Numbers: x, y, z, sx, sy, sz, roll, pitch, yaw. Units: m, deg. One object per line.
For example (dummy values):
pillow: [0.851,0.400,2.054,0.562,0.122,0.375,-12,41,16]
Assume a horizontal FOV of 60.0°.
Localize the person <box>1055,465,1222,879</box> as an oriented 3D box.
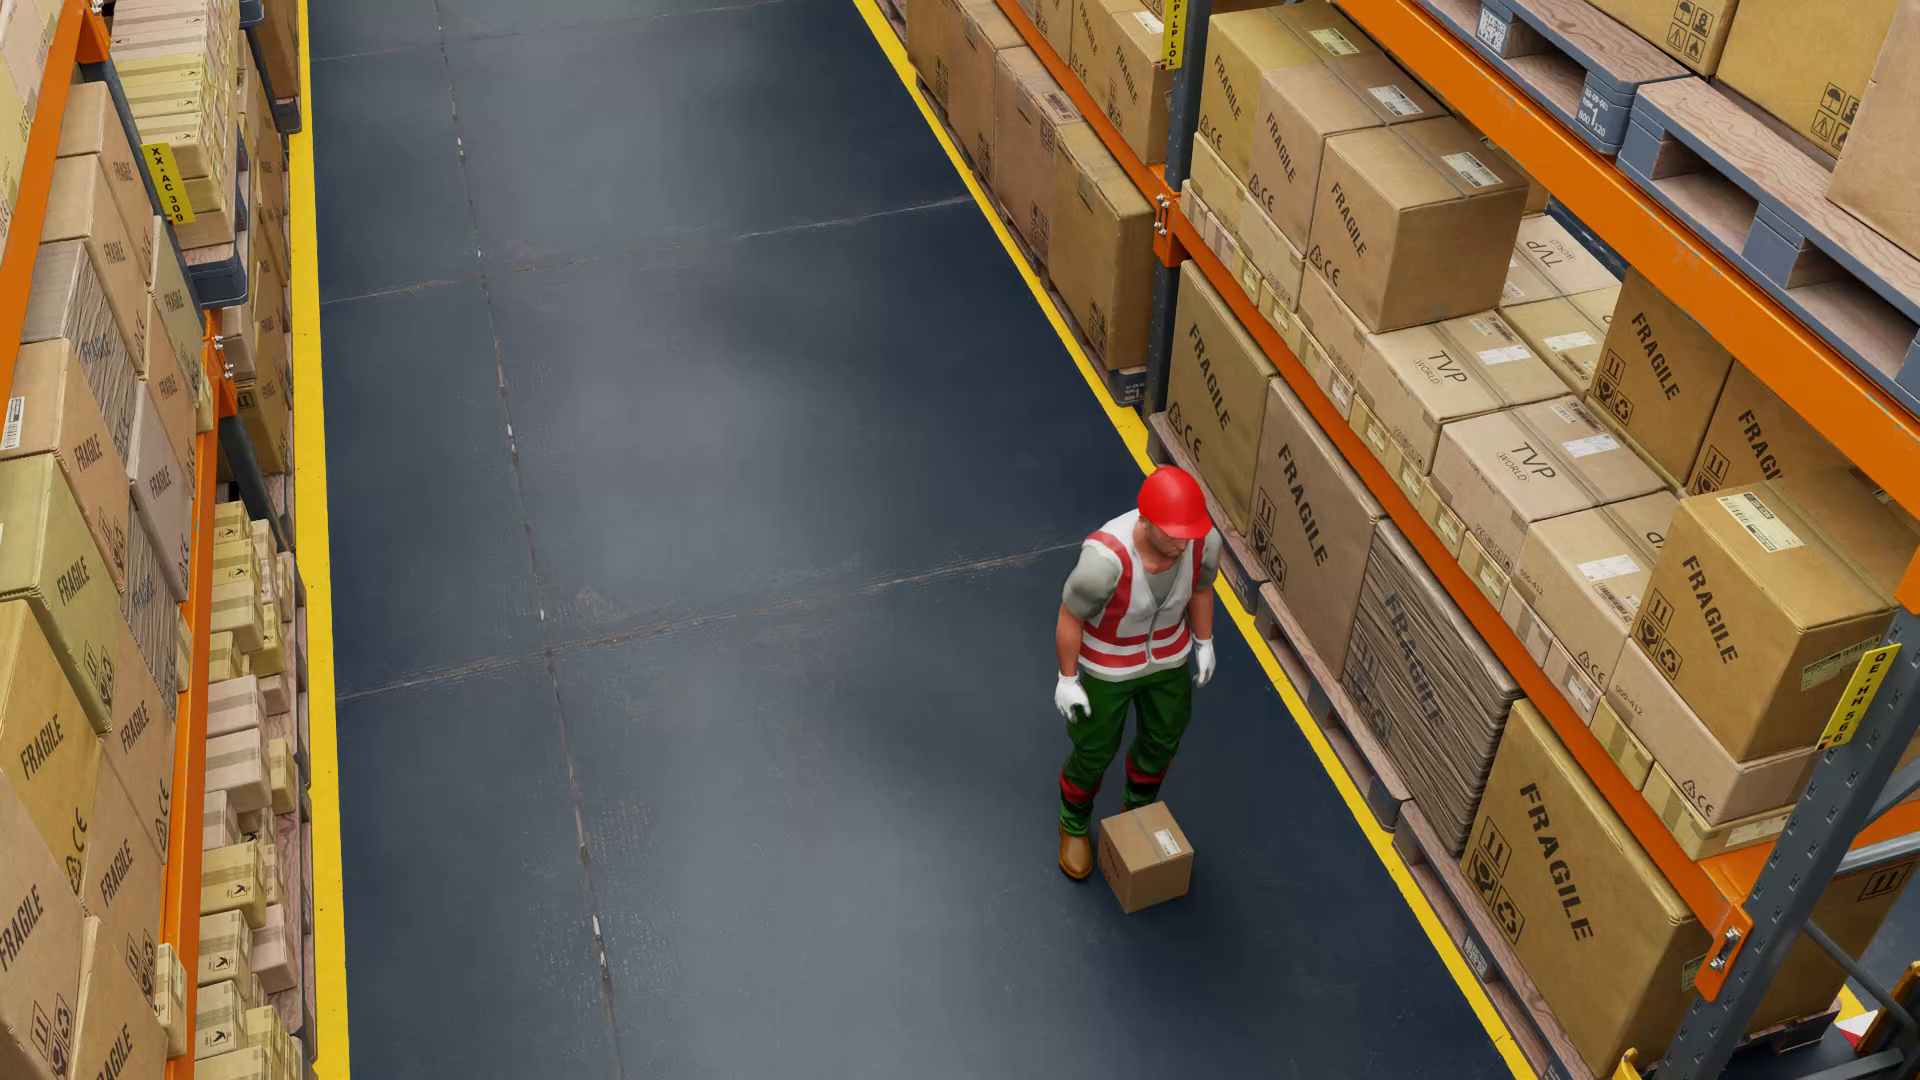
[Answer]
person: [2.088,-3.724,10.310,7.718,1.774,11.115,-14,44,-15]
